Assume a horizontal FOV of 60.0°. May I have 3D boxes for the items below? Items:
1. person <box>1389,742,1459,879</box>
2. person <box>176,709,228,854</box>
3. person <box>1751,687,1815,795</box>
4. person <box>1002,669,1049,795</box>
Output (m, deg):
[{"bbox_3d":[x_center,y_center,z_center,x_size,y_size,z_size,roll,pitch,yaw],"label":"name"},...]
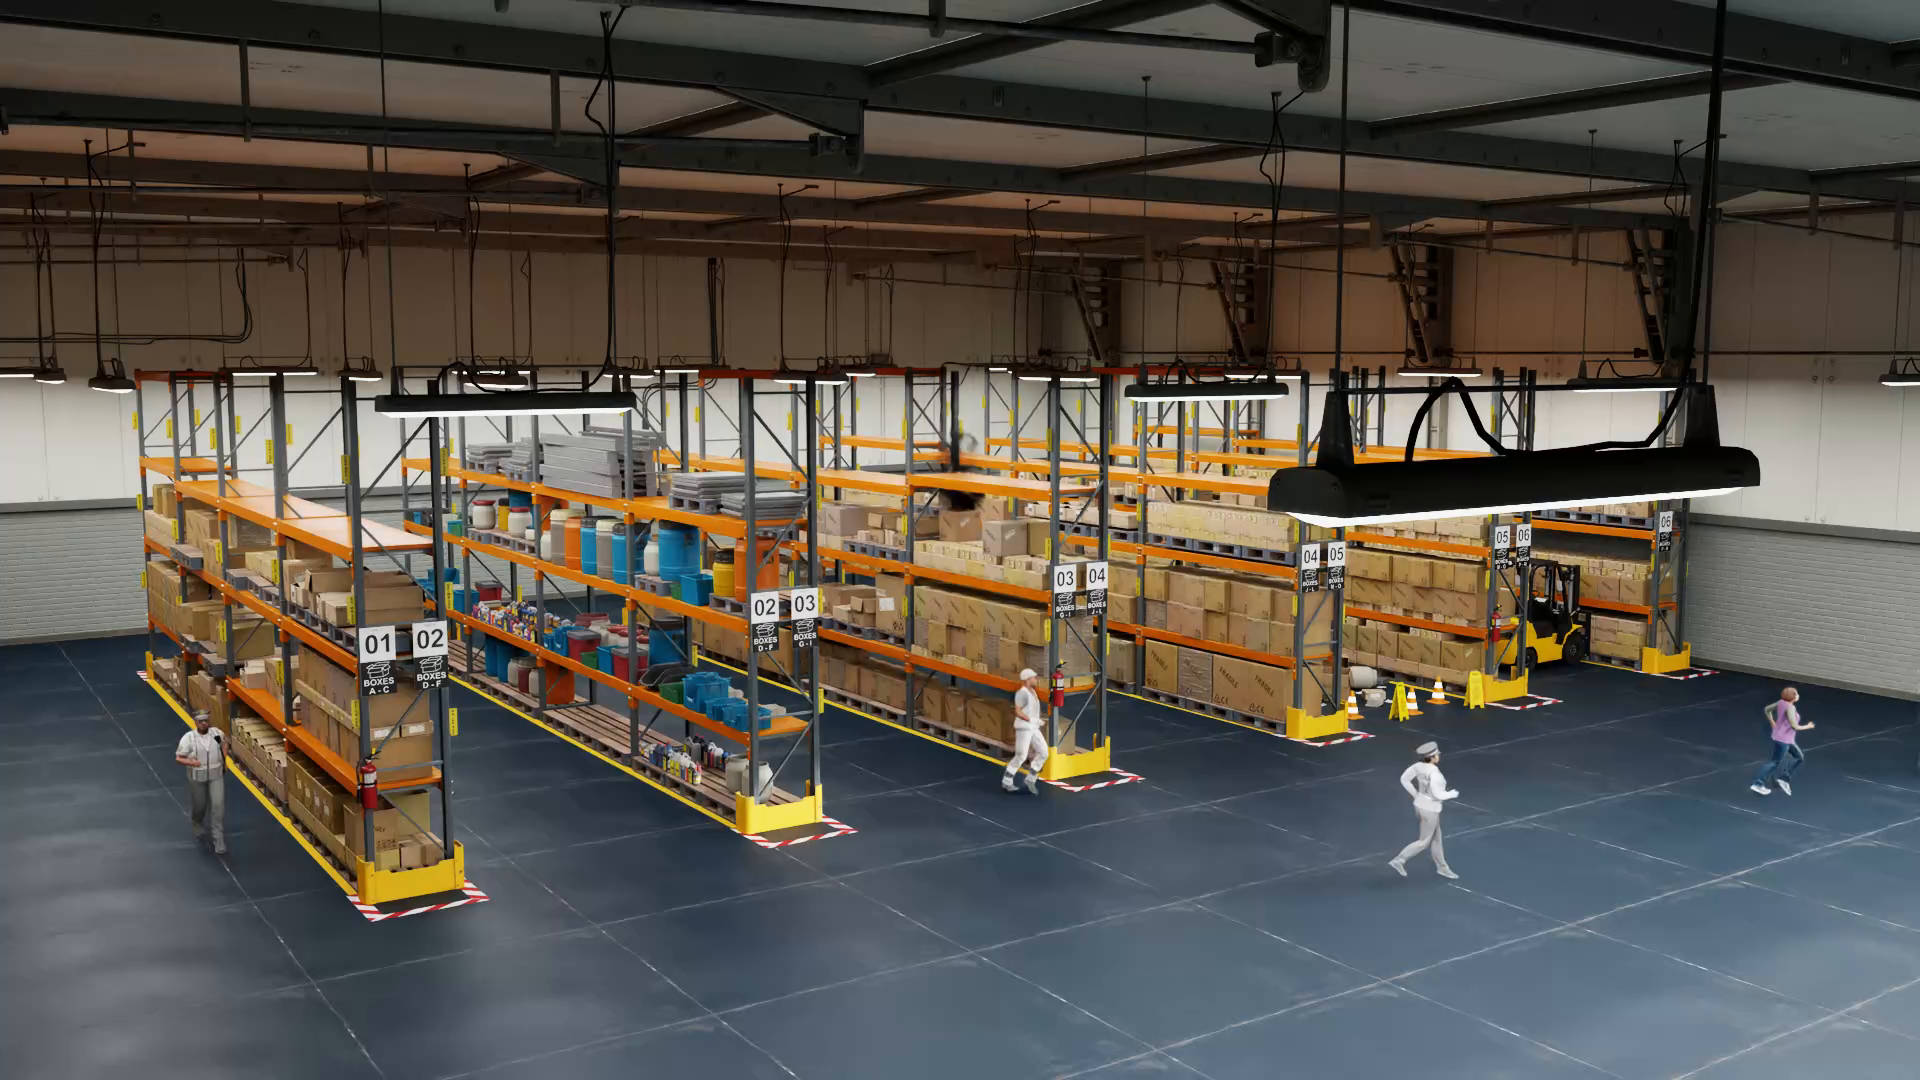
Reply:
[{"bbox_3d":[5.562,3.248,19.843,0.924,1.712,0.613,-1,7,-9],"label":"person"},{"bbox_3d":[-9.676,3.042,21.309,0.660,1.805,0.969,-4,8,-34],"label":"person"},{"bbox_3d":[11.728,2.862,23.699,0.808,1.582,0.548,2,7,15],"label":"person"},{"bbox_3d":[0.984,2.753,23.999,0.633,1.799,0.732,3,7,27],"label":"person"}]
